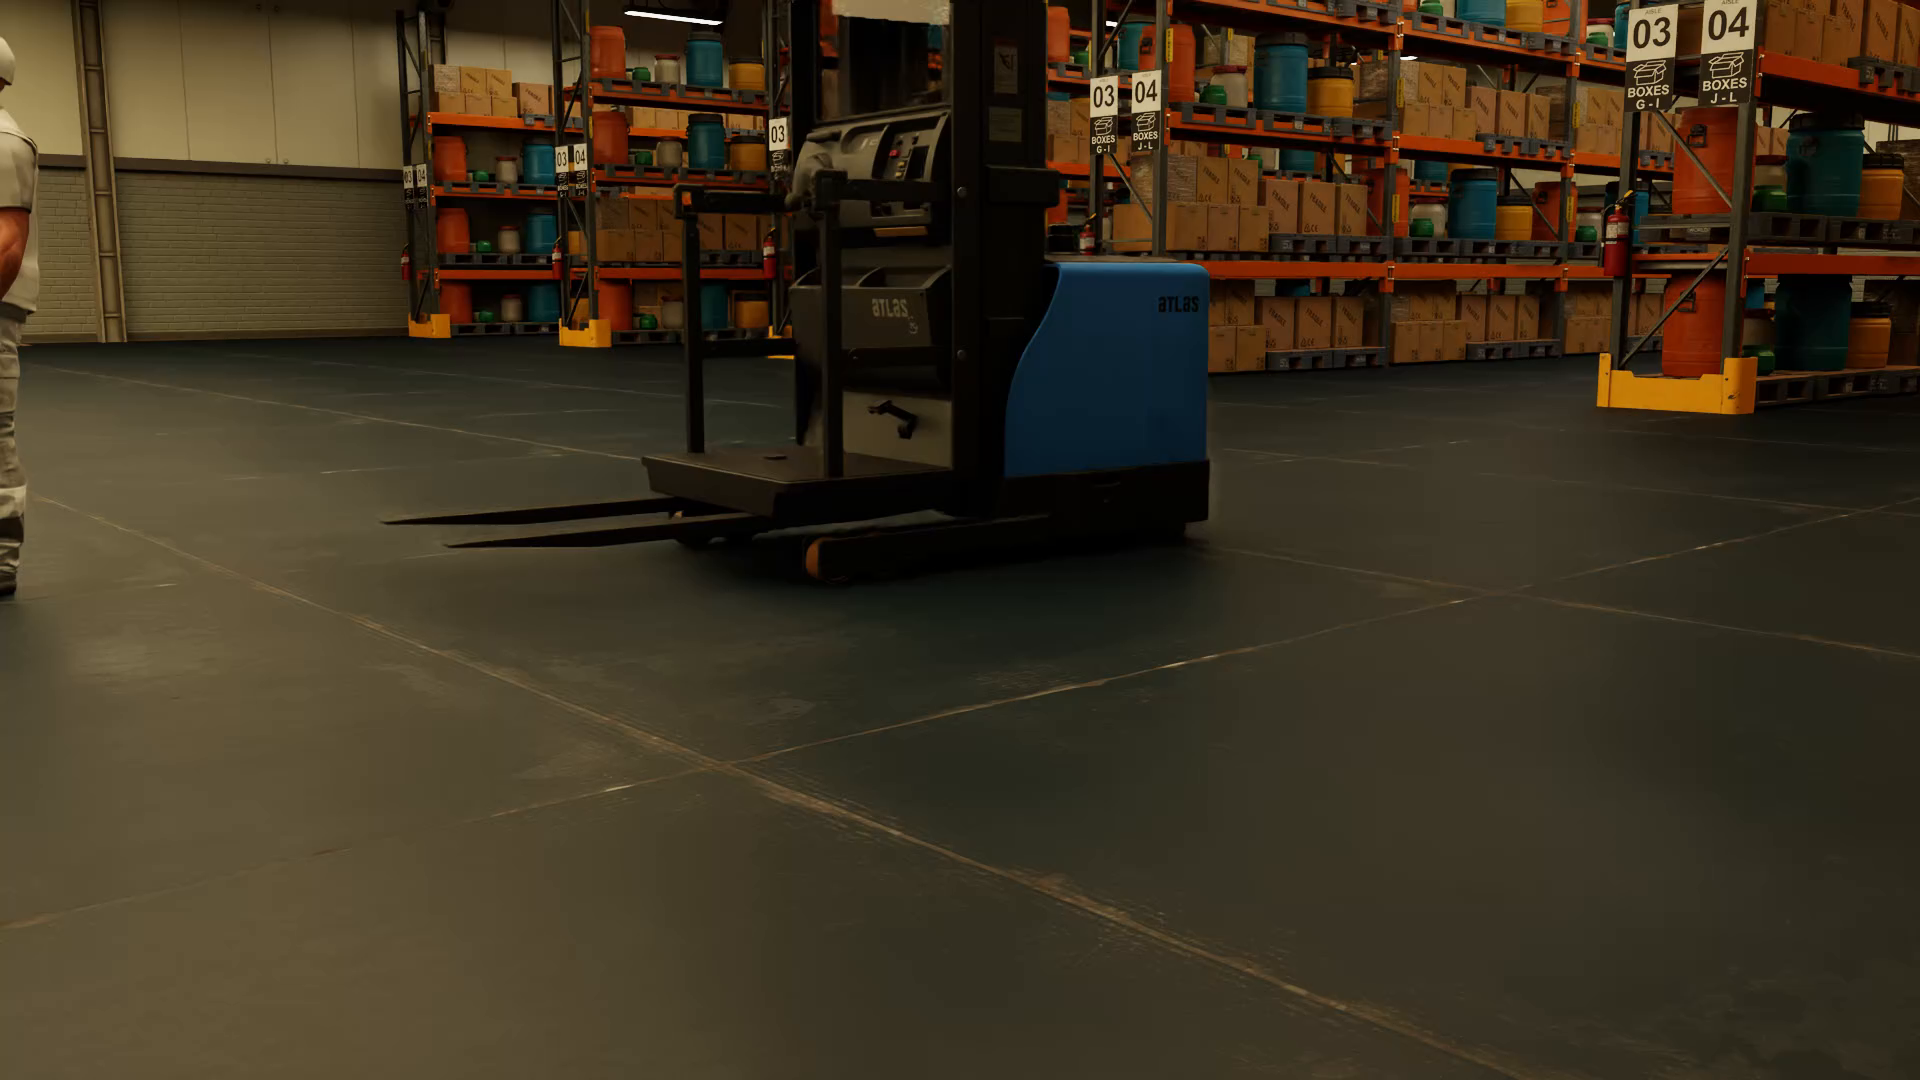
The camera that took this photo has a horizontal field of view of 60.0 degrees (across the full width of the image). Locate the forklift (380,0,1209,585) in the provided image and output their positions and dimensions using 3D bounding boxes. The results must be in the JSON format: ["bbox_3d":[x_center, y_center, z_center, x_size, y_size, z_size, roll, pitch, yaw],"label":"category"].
[{"bbox_3d":[-0.502,-1.389,5.928,3.031,2.935,1.130,-6,11,-36],"label":"forklift"}]

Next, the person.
[{"bbox_3d":[-3.202,-0.712,5.252,0.558,1.789,0.637,-8,12,-41],"label":"person"}]
